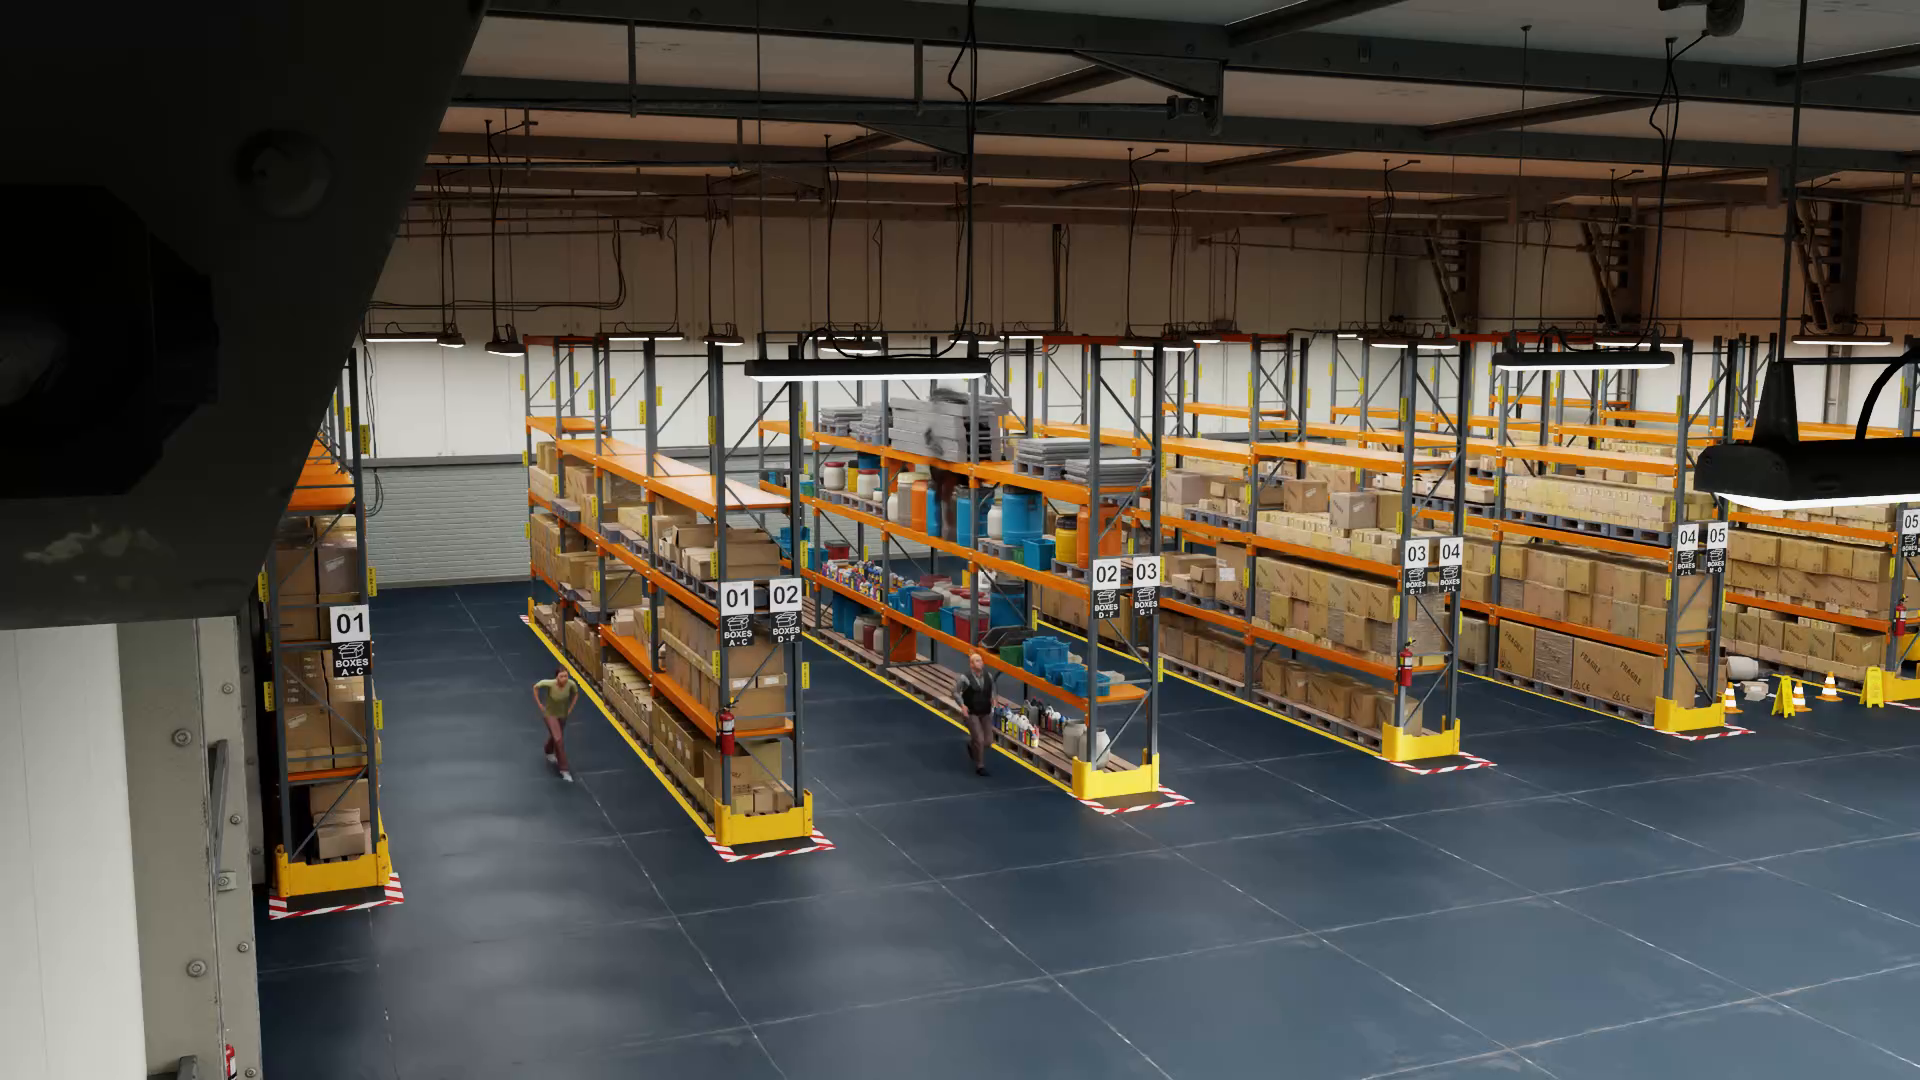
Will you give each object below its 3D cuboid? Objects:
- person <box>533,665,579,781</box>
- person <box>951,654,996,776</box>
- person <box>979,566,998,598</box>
[{"bbox_3d":[-5.652,2.489,23.188,0.615,1.626,1.003,-4,9,-29],"label":"person"},{"bbox_3d":[0.215,2.417,23.216,0.658,1.687,0.716,-4,9,-28],"label":"person"},{"bbox_3d":[0.468,1.159,32.834,0.609,1.694,0.921,-4,9,-29],"label":"person"}]
